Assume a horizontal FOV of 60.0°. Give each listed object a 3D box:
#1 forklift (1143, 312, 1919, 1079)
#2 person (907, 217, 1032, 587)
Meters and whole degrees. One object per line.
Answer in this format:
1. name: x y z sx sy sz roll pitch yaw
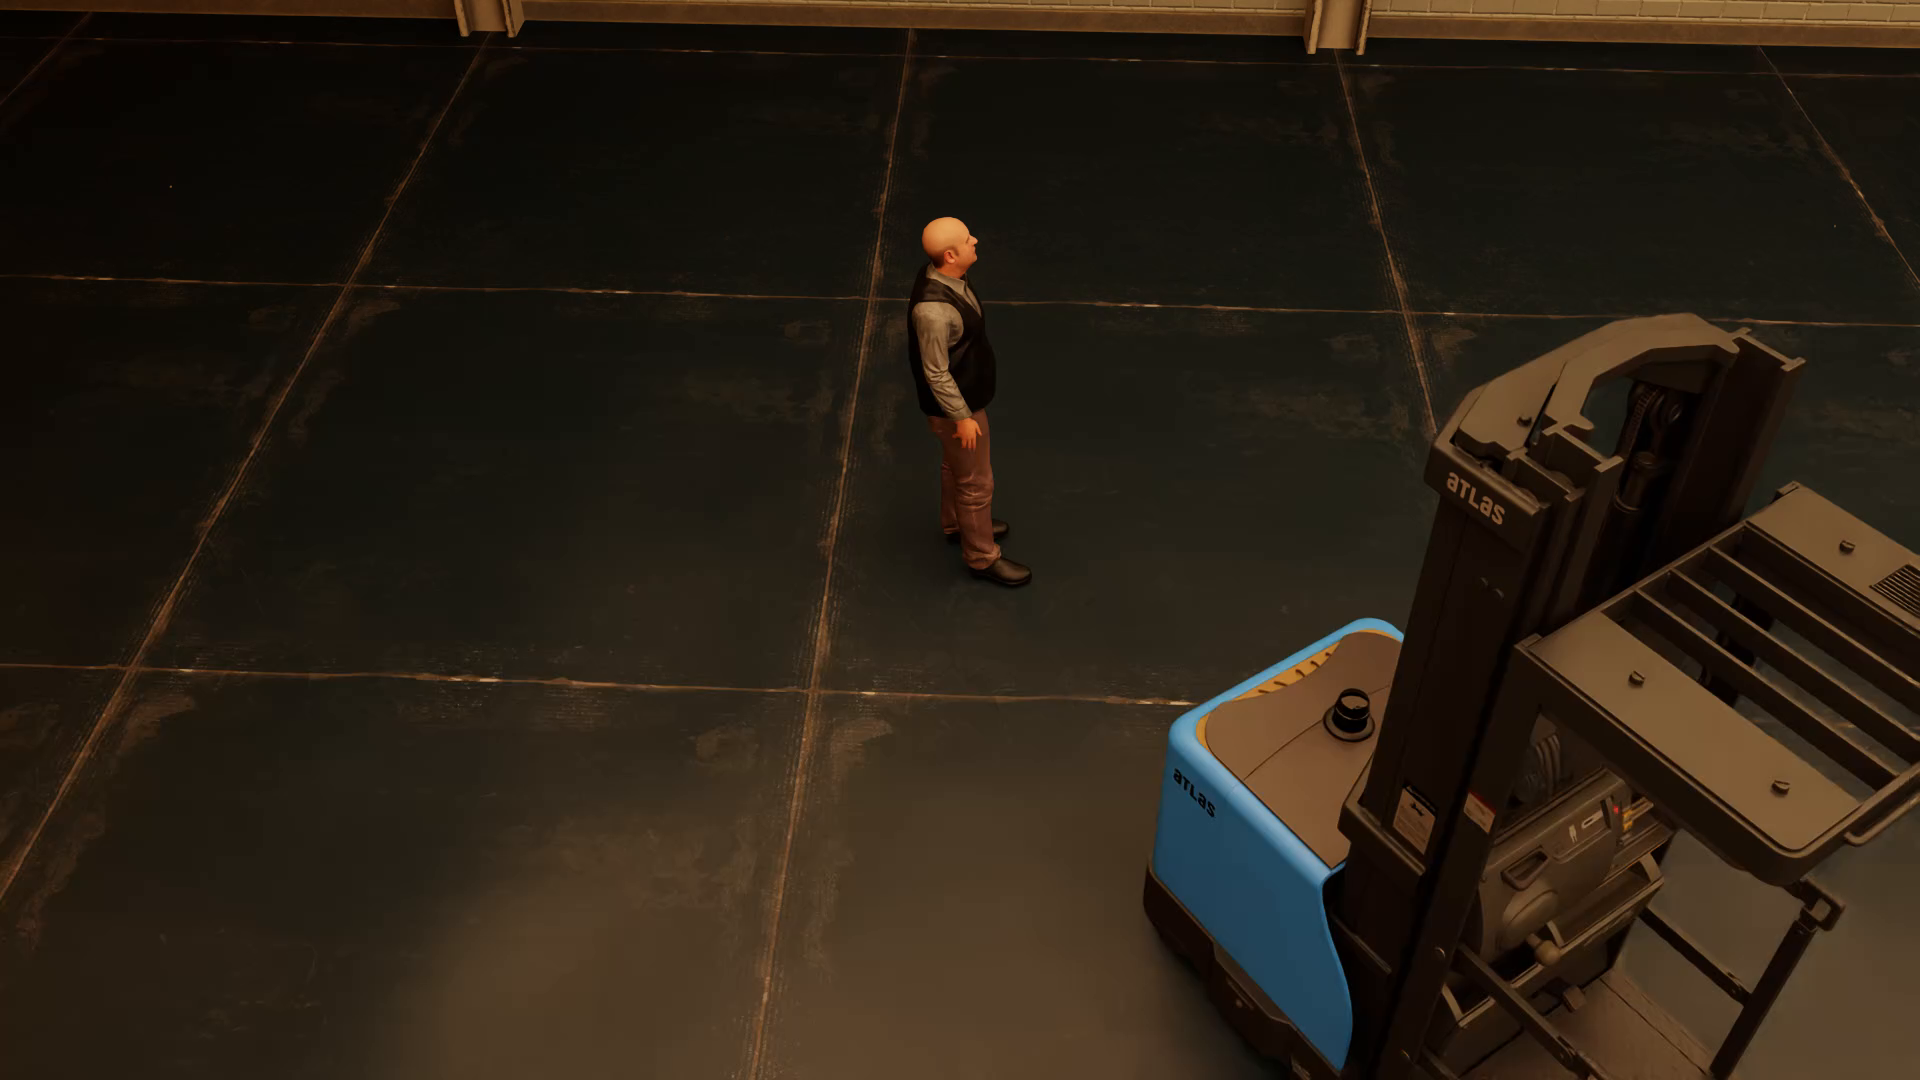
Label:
1. forklift: 1.936 0.973 4.676 1.130 2.935 3.031 -25 48 -25
2. person: 0.061 -0.634 7.323 0.568 1.720 0.632 2 42 2
